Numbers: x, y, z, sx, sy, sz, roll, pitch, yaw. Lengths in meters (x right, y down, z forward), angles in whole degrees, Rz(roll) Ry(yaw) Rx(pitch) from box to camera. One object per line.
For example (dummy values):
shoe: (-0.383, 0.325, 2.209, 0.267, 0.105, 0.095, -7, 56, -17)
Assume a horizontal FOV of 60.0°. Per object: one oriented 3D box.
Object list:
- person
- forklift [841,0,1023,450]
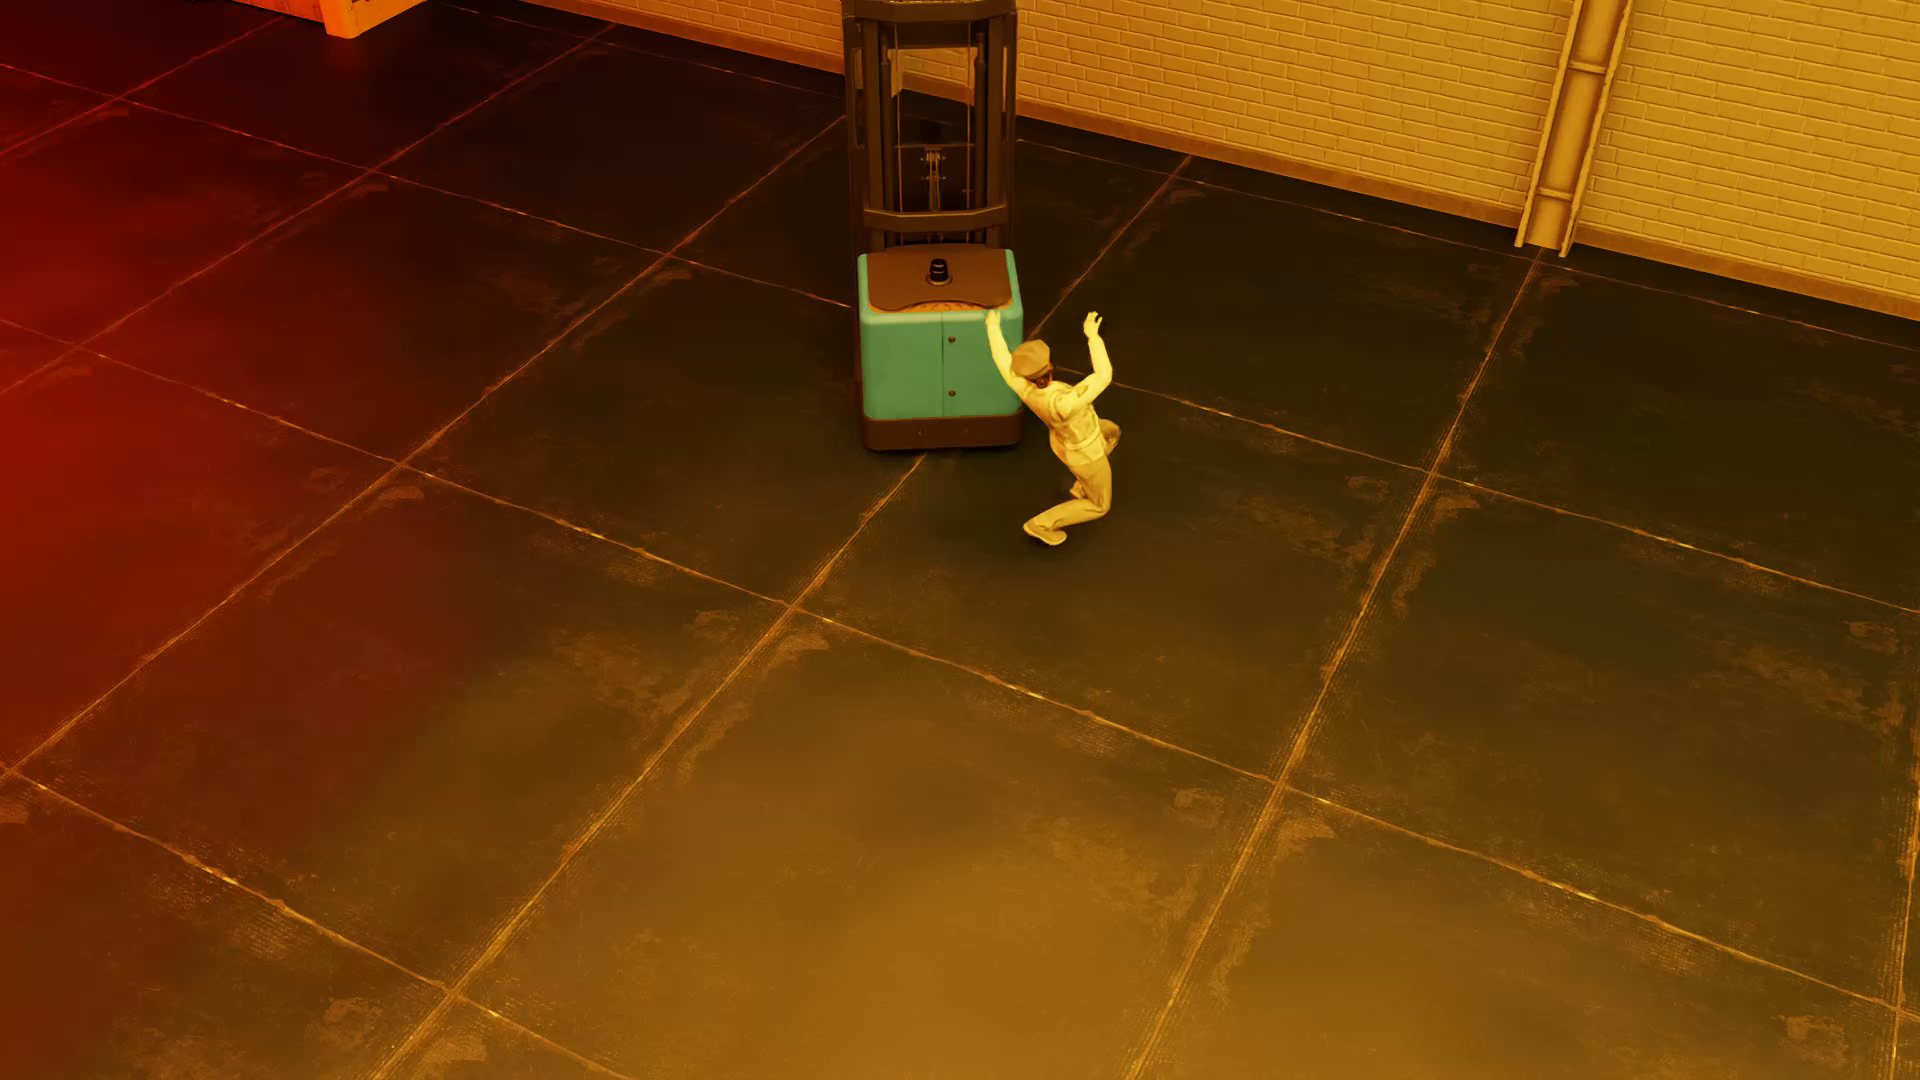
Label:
person: (0.590, -0.779, 10.026, 0.824, 1.541, 1.022, -17, 43, -20)
forklift: (-0.204, -2.641, 11.122, 1.130, 2.935, 3.031, -2, 40, -3)
